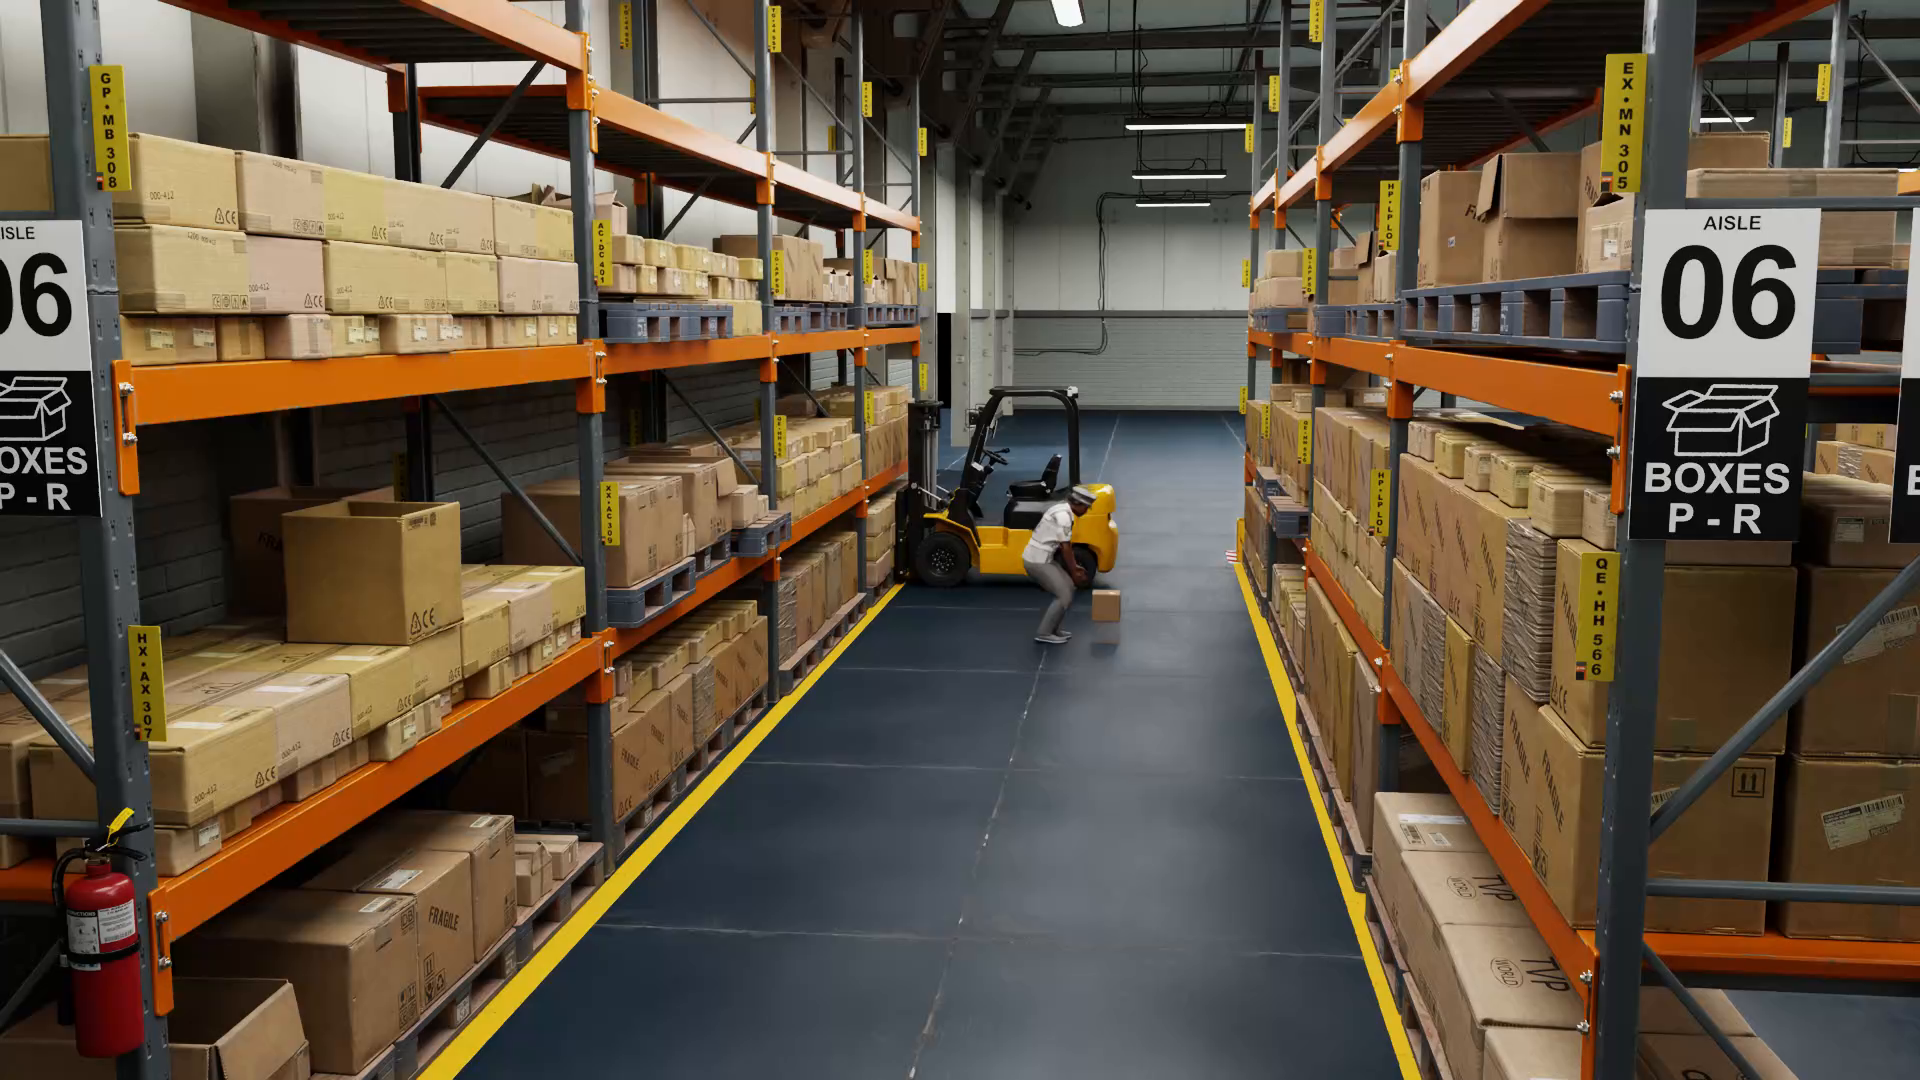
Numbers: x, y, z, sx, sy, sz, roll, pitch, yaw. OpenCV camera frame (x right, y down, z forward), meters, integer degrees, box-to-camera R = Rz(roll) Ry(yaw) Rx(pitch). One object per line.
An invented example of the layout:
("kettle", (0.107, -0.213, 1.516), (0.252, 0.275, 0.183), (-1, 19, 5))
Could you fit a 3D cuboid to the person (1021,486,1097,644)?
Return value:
("person", (0.904, 0.217, 15.162), (0.689, 1.414, 0.495), (1, 8, 7))
